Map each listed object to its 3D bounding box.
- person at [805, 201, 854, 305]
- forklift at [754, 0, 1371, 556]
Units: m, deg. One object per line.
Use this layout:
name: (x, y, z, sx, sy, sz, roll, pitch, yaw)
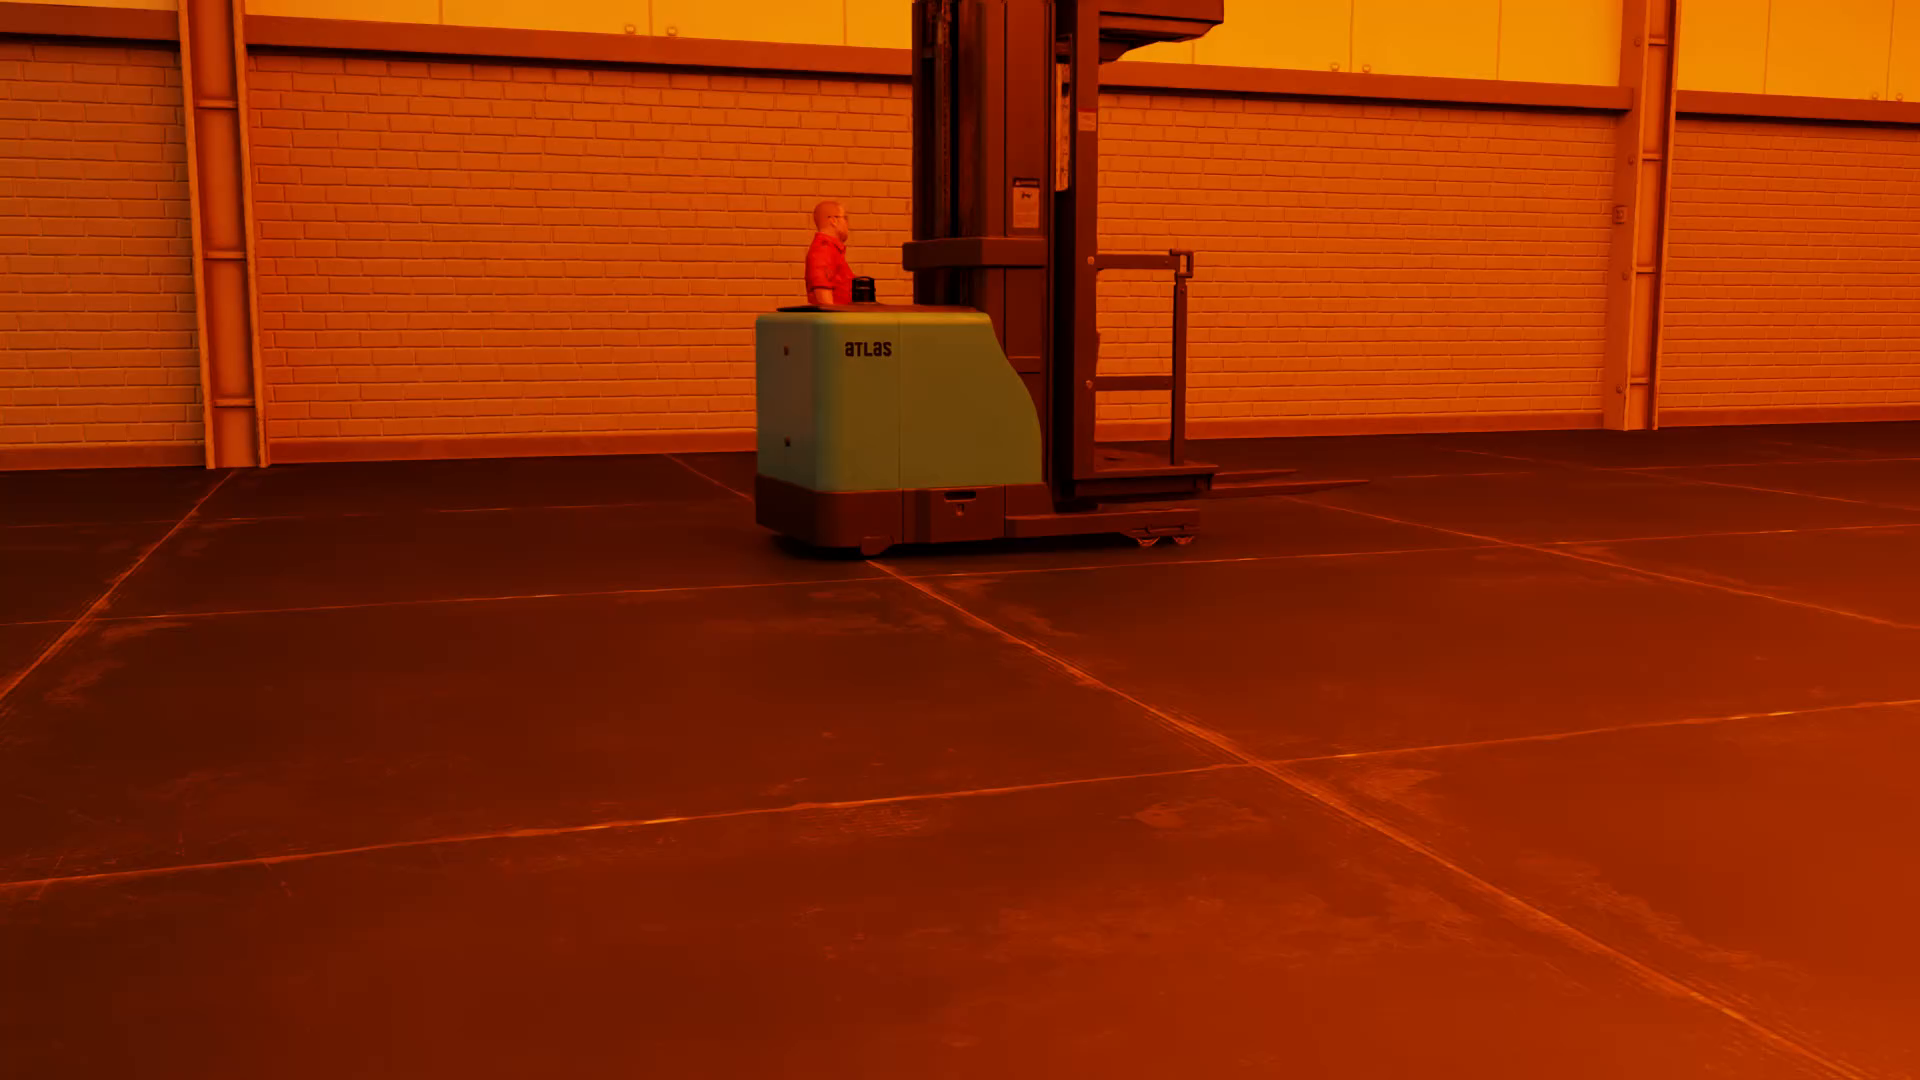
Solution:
person: (-0.679, -1.149, 9.948, 0.480, 1.730, 0.656, -2, 8, -11)
forklift: (0.578, -1.489, 7.999, 3.031, 2.935, 1.130, -3, 8, -24)
